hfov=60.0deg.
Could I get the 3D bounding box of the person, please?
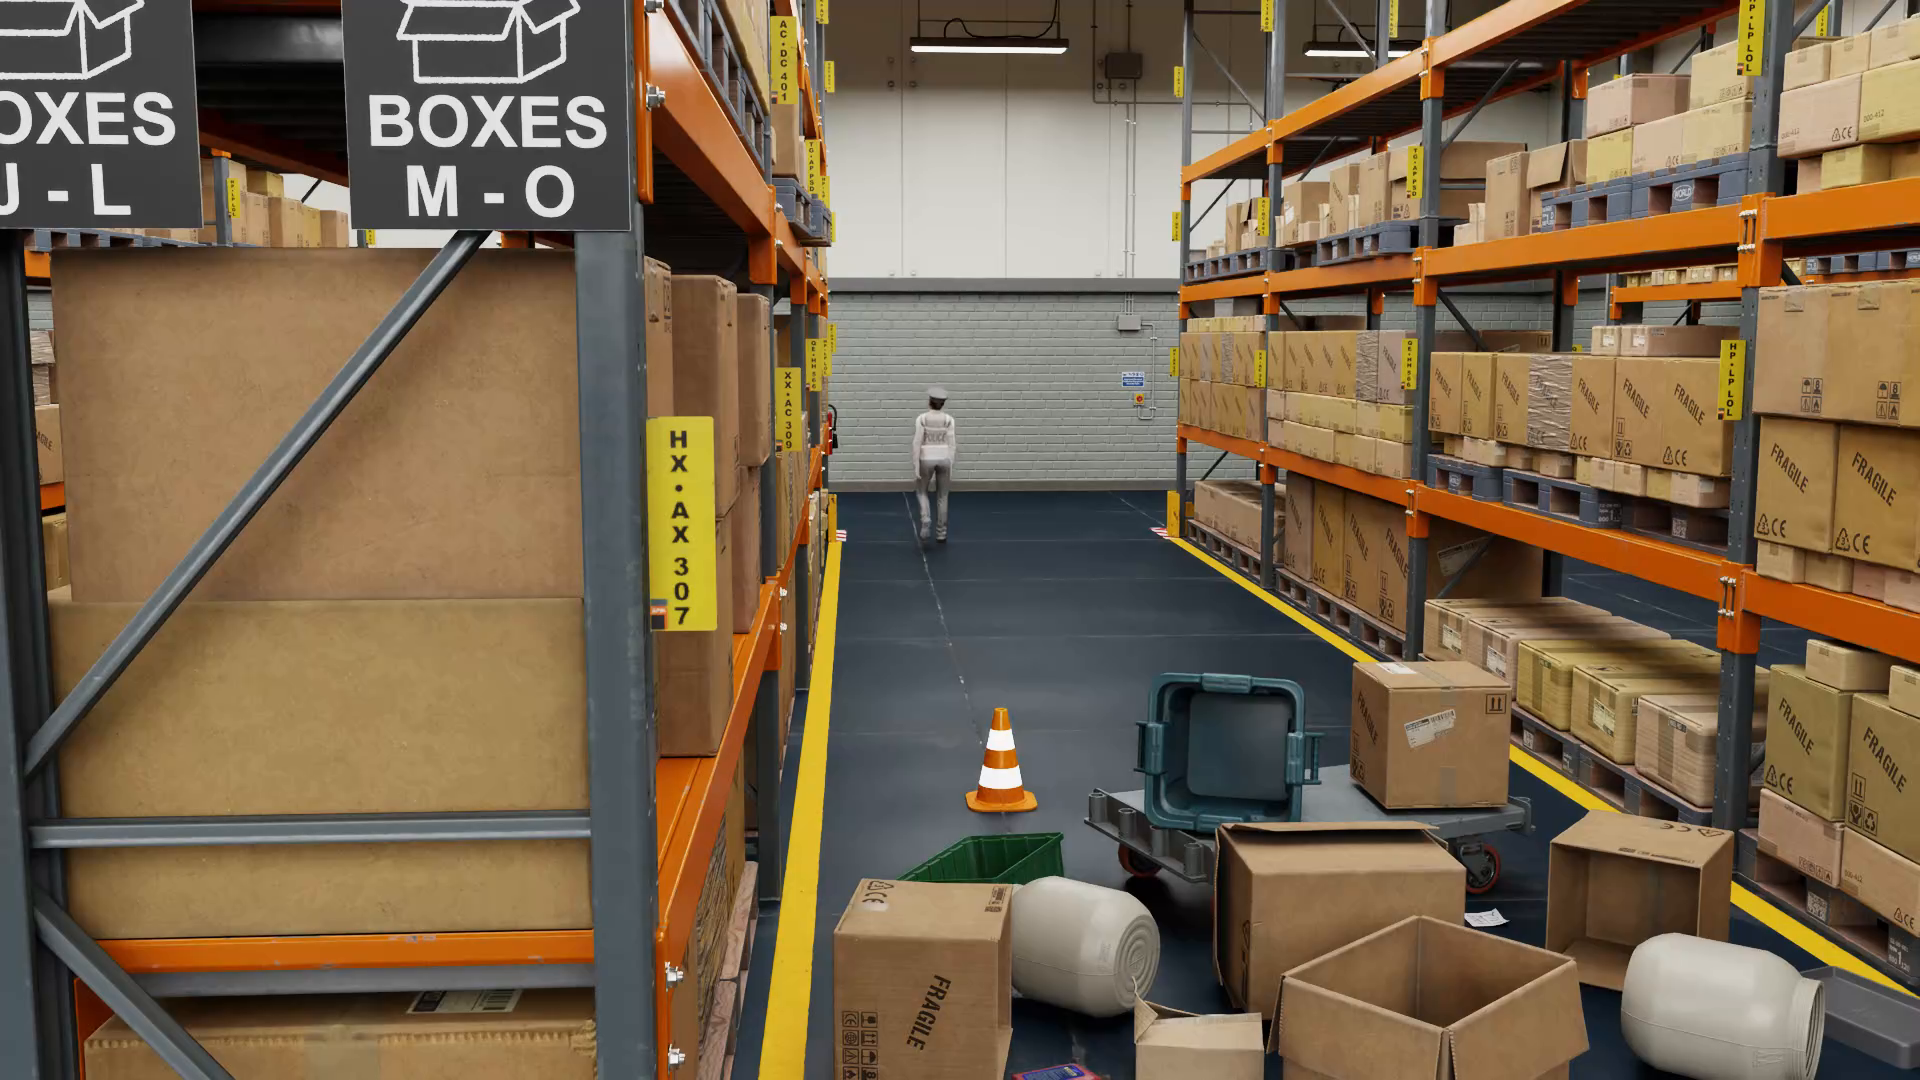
[{"bbox_3d":[1.007,-1.402,13.412,5.685,2.349,21.759,-1,7,-5],"label":"person"}]
